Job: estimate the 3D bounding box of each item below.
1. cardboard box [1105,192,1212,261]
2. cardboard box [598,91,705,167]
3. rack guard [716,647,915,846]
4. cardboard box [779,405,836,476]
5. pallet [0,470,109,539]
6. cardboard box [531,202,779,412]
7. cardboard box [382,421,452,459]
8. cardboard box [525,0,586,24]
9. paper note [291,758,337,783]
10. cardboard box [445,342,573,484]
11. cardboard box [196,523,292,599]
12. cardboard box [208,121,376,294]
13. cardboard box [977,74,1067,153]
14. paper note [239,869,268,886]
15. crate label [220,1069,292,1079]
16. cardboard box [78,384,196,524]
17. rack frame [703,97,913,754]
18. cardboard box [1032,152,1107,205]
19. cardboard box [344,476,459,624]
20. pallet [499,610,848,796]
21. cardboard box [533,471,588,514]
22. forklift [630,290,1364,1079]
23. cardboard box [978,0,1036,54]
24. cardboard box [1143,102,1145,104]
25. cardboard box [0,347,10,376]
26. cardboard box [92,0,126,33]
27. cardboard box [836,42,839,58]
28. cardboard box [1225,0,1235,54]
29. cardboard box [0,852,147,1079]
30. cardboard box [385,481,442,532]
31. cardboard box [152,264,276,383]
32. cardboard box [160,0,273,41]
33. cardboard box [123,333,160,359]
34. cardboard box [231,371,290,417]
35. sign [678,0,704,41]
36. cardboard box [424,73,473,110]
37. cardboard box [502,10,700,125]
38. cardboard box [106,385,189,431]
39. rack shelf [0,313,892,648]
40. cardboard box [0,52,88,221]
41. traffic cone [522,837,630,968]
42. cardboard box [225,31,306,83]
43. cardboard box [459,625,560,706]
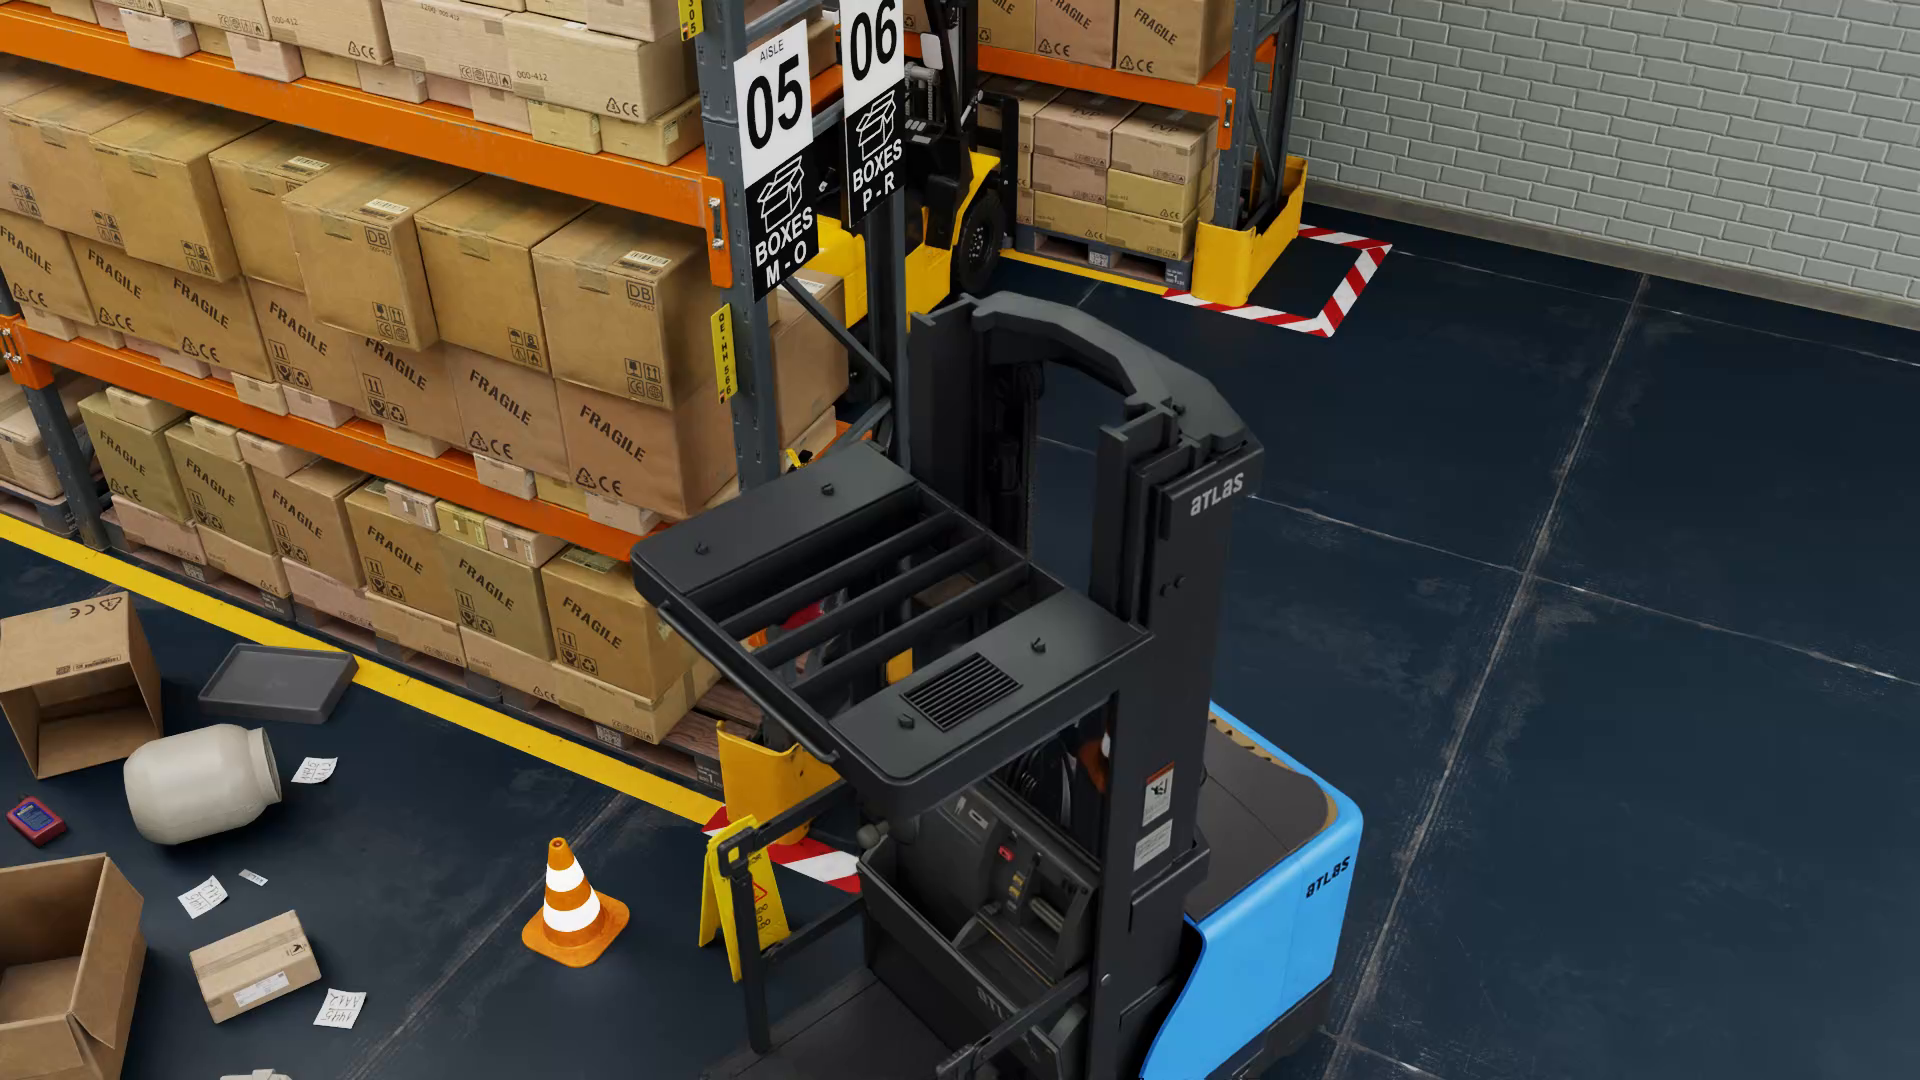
[{"bbox_3d":[1.235,-2.000,10.330,0.500,0.250,0.500,18,41,22],"label":"cardboard box"},{"bbox_3d":[-0.927,-1.344,5.267,0.250,0.149,0.380,18,41,22],"label":"cardboard box"},{"bbox_3d":[-0.549,0.674,6.949,0.348,0.500,1.175,17,41,21],"label":"rack guard"},{"bbox_3d":[-0.688,-0.406,6.512,0.250,0.149,0.380,18,41,22],"label":"cardboard box"},{"bbox_3d":[-4.726,-0.518,8.757,1.213,0.211,1.003,17,41,21],"label":"pallet"},{"bbox_3d":[-1.036,-0.882,5.775,0.500,0.500,0.700,16,40,20],"label":"cardboard box"},{"bbox_3d":[-2.080,-0.508,6.646,0.250,0.149,0.380,17,40,21],"label":"cardboard box"},{"bbox_3d":[-1.129,-1.741,5.130,0.250,0.149,0.380,18,41,22],"label":"cardboard box"},{"bbox_3d":[-2.700,0.960,6.960,0.148,0.019,0.142,4,37,6],"label":"paper note"},{"bbox_3d":[-1.533,-0.603,6.235,0.500,0.500,0.500,17,41,22],"label":"cardboard box"},{"bbox_3d":[-3.155,-0.033,7.740,0.500,0.250,0.500,20,41,24],"label":"cardboard box"},{"bbox_3d":[-2.361,-1.326,6.361,0.500,0.500,0.700,17,40,21],"label":"cardboard box"},{"bbox_3d":[0.336,-2.671,10.388,0.500,0.250,0.500,18,41,22],"label":"cardboard box"},{"bbox_3d":[-2.764,1.320,6.503,0.123,0.001,0.032,17,41,21],"label":"paper note"},{"bbox_3d":[-2.392,1.918,5.610,0.298,0.136,0.250,-2,37,-2],"label":"crate label"},{"bbox_3d":[-3.634,-0.474,7.701,0.500,0.500,0.500,19,41,24],"label":"cardboard box"},{"bbox_3d":[-0.482,-0.300,6.165,0.127,3.000,1.000,17,41,21],"label":"rack frame"},{"bbox_3d":[0.781,-2.350,10.379,0.500,0.250,0.500,17,40,21],"label":"cardboard box"},{"bbox_3d":[-2.223,-0.041,7.130,0.500,0.500,0.500,16,40,20],"label":"cardboard box"},{"bbox_3d":[-1.255,0.544,7.358,1.213,0.211,1.003,17,41,21],"label":"pallet"},{"bbox_3d":[-1.406,-0.283,6.350,0.250,0.149,0.380,17,40,21],"label":"cardboard box"},{"bbox_3d":[-0.133,0.908,4.630,3.031,2.935,1.130,-27,45,-31],"label":"forklift"},{"bbox_3d":[0.328,-3.294,10.025,0.500,0.500,0.500,17,40,21],"label":"cardboard box"},{"bbox_3d":[1.458,-2.672,10.389,0.500,0.250,0.500,17,40,21],"label":"cardboard box"},{"bbox_3d":[-5.141,-0.876,8.749,0.625,0.372,0.950,20,42,24],"label":"cardboard box"},{"bbox_3d":[-2.956,-2.005,6.138,0.250,0.149,0.380,16,40,20],"label":"cardboard box"},{"bbox_3d":[-1.020,-3.098,10.951,0.500,0.250,0.500,17,41,22],"label":"cardboard box"},{"bbox_3d":[1.485,-3.293,10.025,0.500,0.500,0.500,19,41,23],"label":"cardboard box"},{"bbox_3d":[-3.206,1.565,5.772,0.637,0.503,0.797,-8,38,-10],"label":"cardboard box"},{"bbox_3d":[-2.125,-0.224,6.835,0.250,0.149,0.380,19,41,23],"label":"cardboard box"},{"bbox_3d":[-2.875,-1.025,6.791,0.500,0.500,0.500,17,40,21],"label":"cardboard box"},{"bbox_3d":[-2.419,-1.973,5.765,0.500,0.250,0.500,18,41,22],"label":"cardboard box"},{"bbox_3d":[-3.404,-0.953,7.232,0.250,0.149,0.380,17,40,21],"label":"cardboard box"},{"bbox_3d":[-2.770,-0.692,6.889,0.250,0.149,0.380,18,41,22],"label":"cardboard box"},{"bbox_3d":[-0.755,-1.556,4.605,0.005,0.325,0.100,17,41,21],"label":"sign"},{"bbox_3d":[-1.578,-1.594,5.596,0.250,0.149,0.380,18,41,22],"label":"cardboard box"},{"bbox_3d":[-1.060,-1.552,5.210,0.500,0.250,0.500,17,40,21],"label":"cardboard box"},{"bbox_3d":[-3.551,-0.666,7.416,0.250,0.149,0.380,18,41,22],"label":"cardboard box"},{"bbox_3d":[-2.258,-0.570,7.115,4.000,0.370,1.077,17,41,21],"label":"rack shelf"},{"bbox_3d":[-3.743,-1.731,6.893,0.500,0.500,0.700,17,40,21],"label":"cardboard box"},{"bbox_3d":[-1.457,1.283,6.177,0.334,0.463,0.336,17,41,21],"label":"traffic cone"},{"bbox_3d":[-2.312,-1.747,5.798,0.250,0.149,0.380,17,40,21],"label":"cardboard box"},{"bbox_3d":[-1.780,0.399,7.170,0.500,0.250,0.500,18,41,22],"label":"cardboard box"}]
